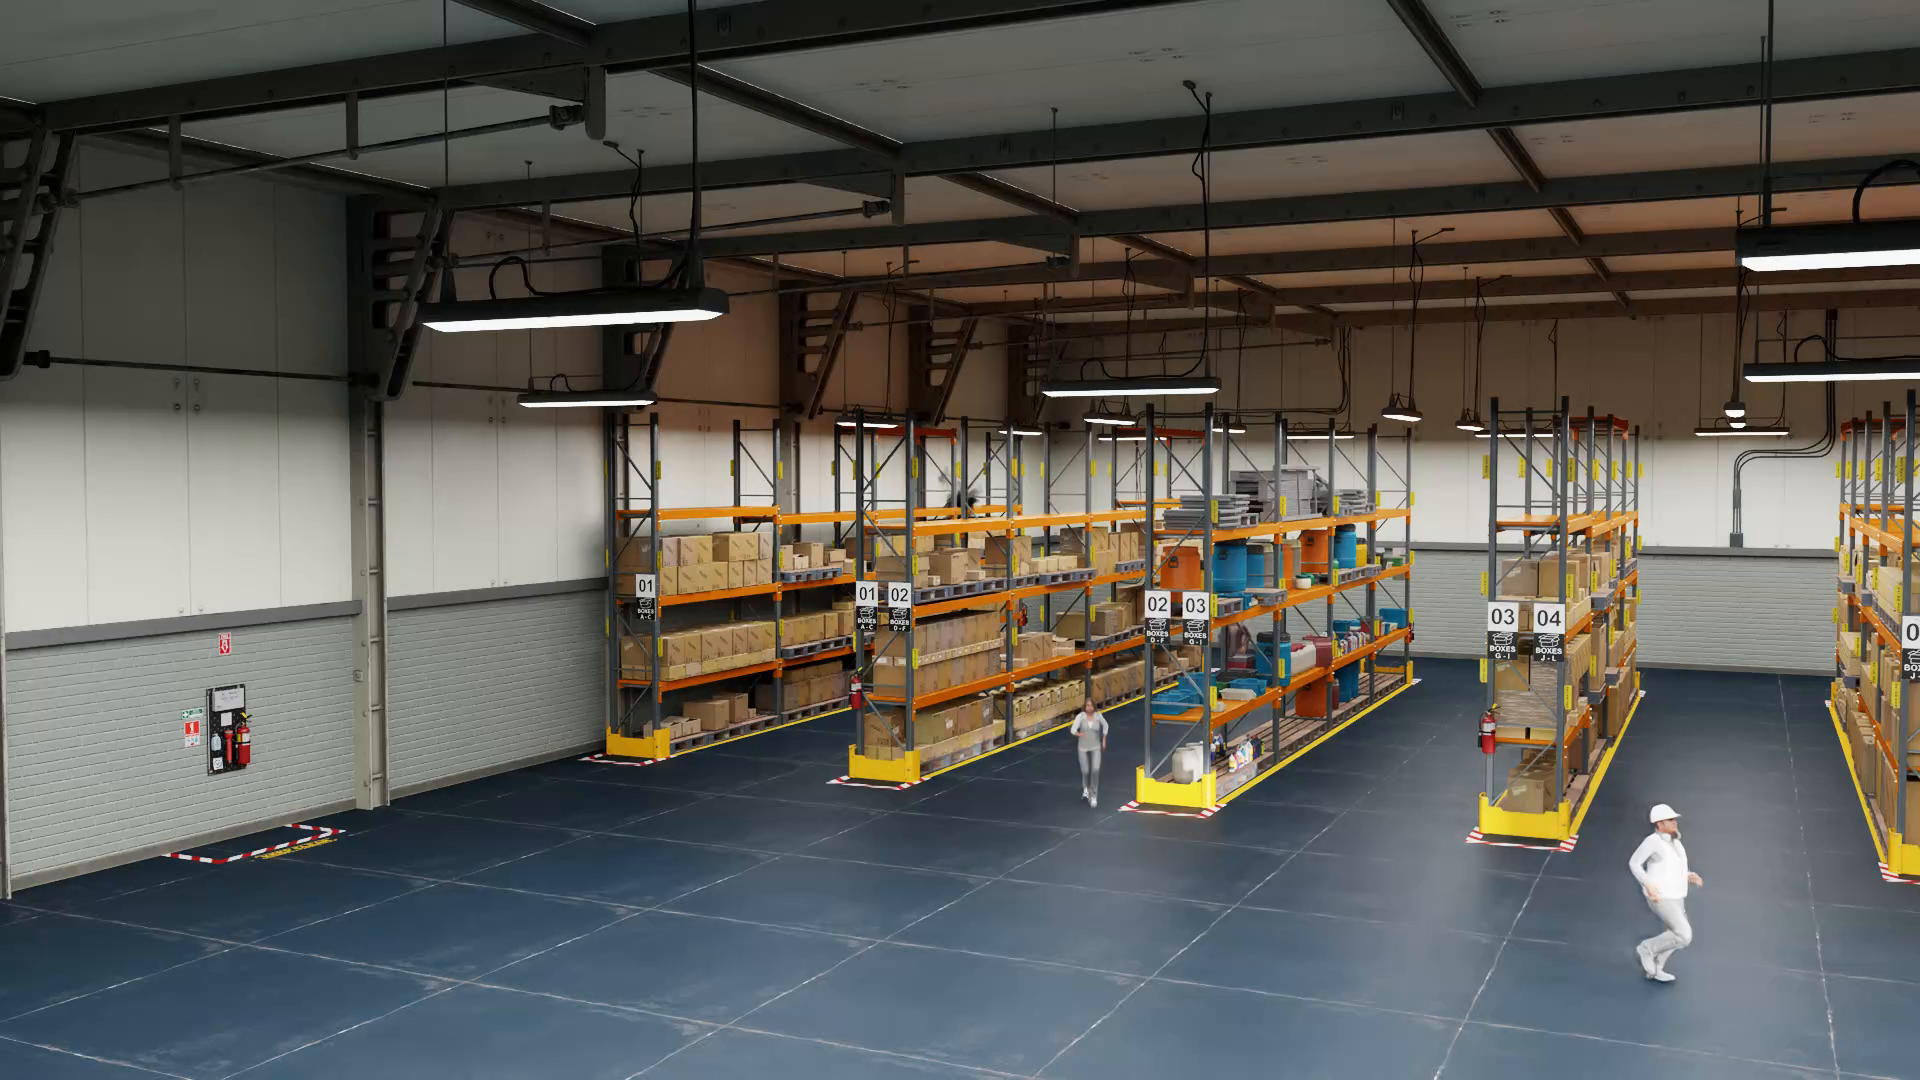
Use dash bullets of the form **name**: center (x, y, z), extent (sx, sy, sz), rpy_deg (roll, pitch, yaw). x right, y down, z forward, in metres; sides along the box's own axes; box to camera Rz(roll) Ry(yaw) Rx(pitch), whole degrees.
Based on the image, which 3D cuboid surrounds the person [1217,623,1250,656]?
- **person**: center (6.174, 2.543, 37.651), extent (0.708, 1.766, 0.702), rpy_deg (1, 2, 15)

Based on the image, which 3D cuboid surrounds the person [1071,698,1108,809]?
- **person**: center (1.941, 3.159, 24.942), extent (0.563, 1.615, 0.814), rpy_deg (0, 2, 4)

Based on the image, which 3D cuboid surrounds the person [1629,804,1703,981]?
- **person**: center (6.908, 3.448, 16.167), extent (0.645, 1.727, 0.577), rpy_deg (-2, 3, -41)
